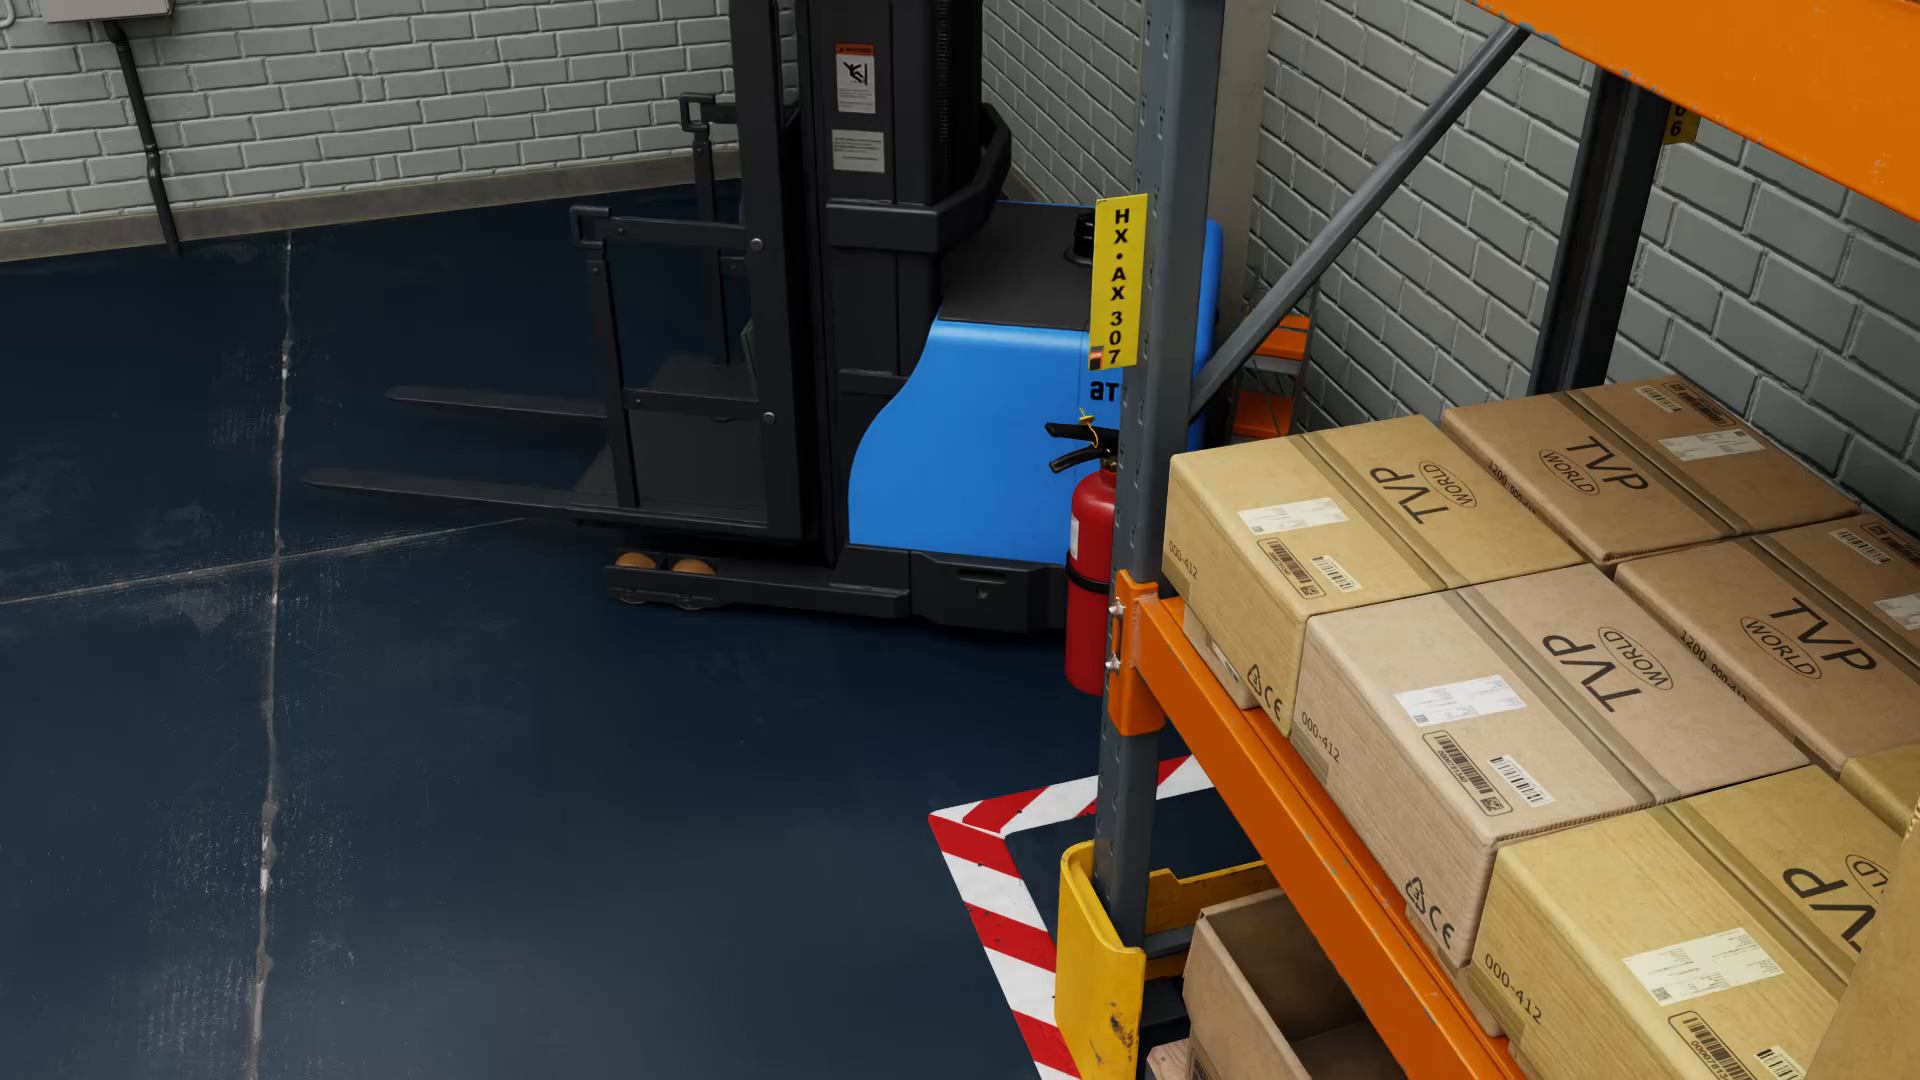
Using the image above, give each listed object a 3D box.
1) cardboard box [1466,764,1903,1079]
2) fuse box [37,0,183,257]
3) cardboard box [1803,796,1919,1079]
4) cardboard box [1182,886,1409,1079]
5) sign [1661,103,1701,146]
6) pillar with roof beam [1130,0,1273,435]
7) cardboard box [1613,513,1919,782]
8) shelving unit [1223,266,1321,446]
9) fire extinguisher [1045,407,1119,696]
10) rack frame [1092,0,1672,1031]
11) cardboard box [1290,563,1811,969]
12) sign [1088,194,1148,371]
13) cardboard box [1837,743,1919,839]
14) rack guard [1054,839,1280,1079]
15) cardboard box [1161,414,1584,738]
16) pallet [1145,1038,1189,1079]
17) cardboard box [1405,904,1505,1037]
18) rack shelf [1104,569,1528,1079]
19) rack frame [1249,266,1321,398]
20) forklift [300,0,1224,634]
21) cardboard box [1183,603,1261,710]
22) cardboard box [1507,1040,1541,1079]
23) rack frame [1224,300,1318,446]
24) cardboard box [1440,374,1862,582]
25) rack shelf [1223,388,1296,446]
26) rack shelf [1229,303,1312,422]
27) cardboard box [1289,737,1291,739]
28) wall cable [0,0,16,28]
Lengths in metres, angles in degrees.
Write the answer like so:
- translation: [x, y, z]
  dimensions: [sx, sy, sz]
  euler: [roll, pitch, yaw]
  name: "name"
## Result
- translation: [0.990, 0.573, 2.028]
  dimensions: [0.500, 0.250, 0.500]
  euler: [-11, 35, -16]
  name: "cardboard box"
- translation: [-3.627, -2.038, 7.282]
  dimensions: [0.539, 1.711, 0.414]
  euler: [-10, 35, -15]
  name: "fuse box"
- translation: [1.136, 0.518, 1.432]
  dimensions: [0.500, 0.500, 0.500]
  euler: [-9, 35, -14]
  name: "cardboard box"
- translation: [0.892, 1.024, 3.362]
  dimensions: [0.797, 0.503, 0.637]
  euler: [-11, 35, -17]
  name: "cardboard box"
- translation: [1.331, -0.877, 3.019]
  dimensions: [0.100, 0.325, 0.005]
  euler: [-10, 35, -15]
  name: "sign"
- translation: [-3.268, -3.525, 2.922]
  dimensions: [9.100, 9.000, 0.400]
  euler: [-10, 35, -15]
  name: "pillar with roof beam"
- translation: [1.345, 0.227, 2.551]
  dimensions: [0.500, 0.250, 0.500]
  euler: [-10, 35, -15]
  name: "cardboard box"
- translation: [0.945, -0.322, 5.273]
  dimensions: [0.215, 1.050, 0.252]
  euler: [10, 35, 8]
  name: "shelving unit"
- translation: [0.311, 0.009, 3.423]
  dimensions: [0.296, 0.674, 0.183]
  euler: [-10, 35, -15]
  name: "fire extinguisher"
- translation: [0.796, -0.179, 3.300]
  dimensions: [1.000, 3.000, 0.127]
  euler: [-10, 35, -15]
  name: "rack frame"
- translation: [0.832, 0.308, 2.430]
  dimensions: [0.500, 0.250, 0.500]
  euler: [-10, 35, -14]
  name: "cardboard box"
- translation: [0.279, -0.449, 2.923]
  dimensions: [0.100, 0.325, 0.005]
  euler: [-10, 35, -15]
  name: "sign"
- translation: [1.492, 0.488, 2.157]
  dimensions: [0.500, 0.250, 0.500]
  euler: [-9, 34, -13]
  name: "cardboard box"
- translation: [0.819, 0.904, 3.929]
  dimensions: [1.175, 0.500, 0.348]
  euler: [-10, 35, -15]
  name: "rack guard"
- translation: [0.678, 0.043, 2.830]
  dimensions: [0.500, 0.250, 0.500]
  euler: [-10, 35, -14]
  name: "cardboard box"
- translation: [1.063, 1.443, 3.375]
  dimensions: [1.003, 0.211, 1.213]
  euler: [-10, 35, -15]
  name: "pallet"
- translation: [0.889, 0.546, 2.431]
  dimensions: [0.380, 0.149, 0.250]
  euler: [-9, 34, -13]
  name: "cardboard box"
- translation: [1.406, 1.171, 1.909]
  dimensions: [1.077, 0.370, 4.000]
  euler: [-10, 35, -15]
  name: "rack shelf"
- translation: [0.971, -0.388, 5.372]
  dimensions: [0.200, 1.050, 0.008]
  euler: [10, 35, 8]
  name: "rack frame"
- translation: [-0.698, -1.274, 5.020]
  dimensions: [3.031, 2.935, 1.130]
  euler: [6, 34, 8]
  name: "forklift"
- translation: [0.635, 0.145, 3.038]
  dimensions: [0.380, 0.149, 0.250]
  euler: [-10, 35, -15]
  name: "cardboard box"
- translation: [0.975, 0.684, 2.222]
  dimensions: [0.380, 0.149, 0.250]
  euler: [-9, 35, -14]
  name: "cardboard box"
- translation: [0.919, -0.256, 5.174]
  dimensions: [0.200, 1.050, 0.008]
  euler: [10, 35, 8]
  name: "rack frame"
- translation: [1.189, -0.044, 2.961]
  dimensions: [0.500, 0.250, 0.500]
  euler: [-9, 35, -13]
  name: "cardboard box"
- translation: [0.944, -0.313, 5.279]
  dimensions: [0.215, 0.259, 0.240]
  euler: [10, 35, 8]
  name: "rack shelf"
- translation: [0.961, -0.547, 5.119]
  dimensions: [0.215, 0.259, 0.240]
  euler: [10, 35, 8]
  name: "rack shelf"
- translation: [0.757, 0.270, 2.848]
  dimensions: [0.380, 0.149, 0.250]
  euler: [-9, 35, -14]
  name: "cardboard box"
- translation: [-4.325, -2.967, 6.598]
  dimensions: [0.588, 1.984, 0.122]
  euler: [-10, 35, -15]
  name: "wall cable"
